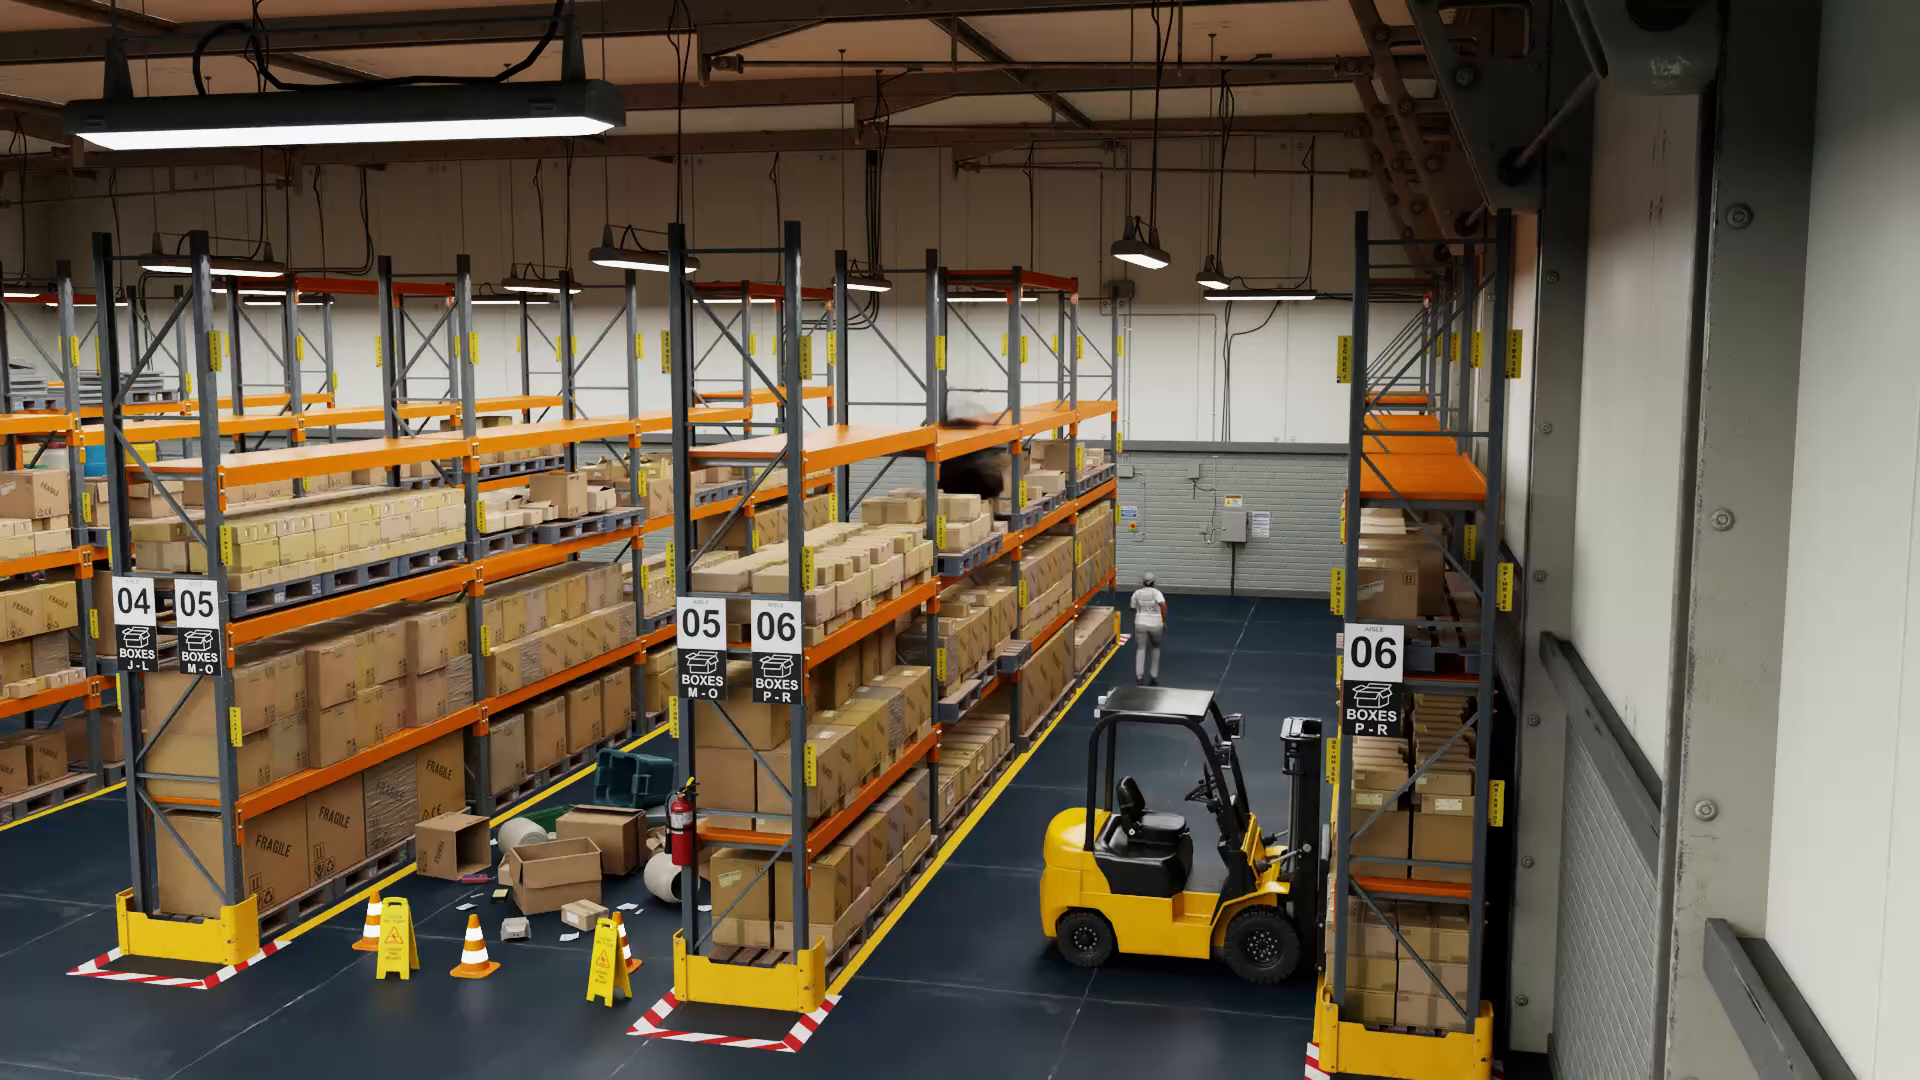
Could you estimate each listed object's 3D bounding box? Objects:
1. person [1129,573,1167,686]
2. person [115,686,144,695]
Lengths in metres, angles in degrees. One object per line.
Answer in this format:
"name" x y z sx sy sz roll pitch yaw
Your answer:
"person" 2.776 1.340 24.582 0.580 1.711 0.855 1 7 12
"person" -11.186 1.590 22.273 0.733 1.720 0.582 2 7 14
